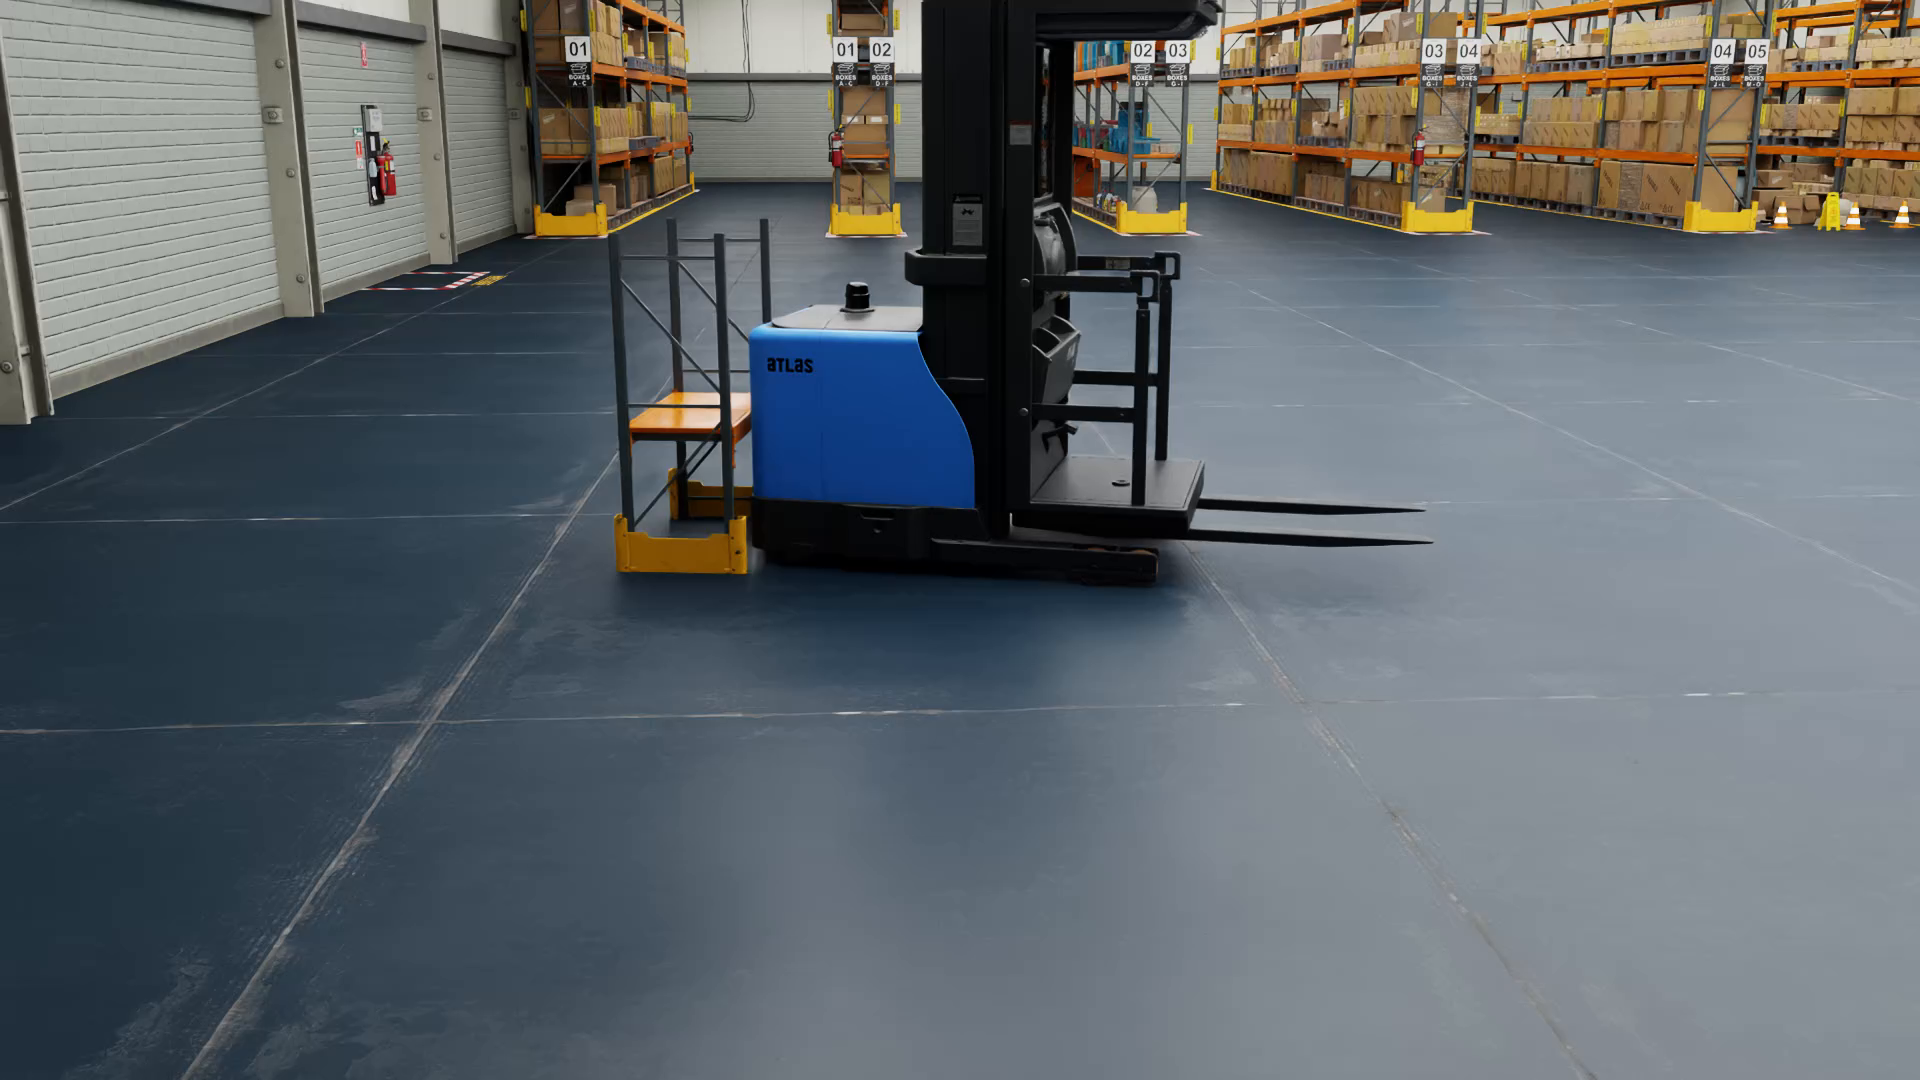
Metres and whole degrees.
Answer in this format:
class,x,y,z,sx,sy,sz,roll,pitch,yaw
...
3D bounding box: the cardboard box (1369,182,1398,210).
class,x,y,z,sx,sy,sz,roll,pitch,yaw
cardboard box,8.066,-6.555,31.657,0.500,0.500,0.500,4,15,14

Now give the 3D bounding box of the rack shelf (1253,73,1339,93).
class,x,y,z,sx,sy,sz,roll,pitch,yaw
rack shelf,7.666,-10.401,37.856,1.077,0.370,4.000,-1,14,-3

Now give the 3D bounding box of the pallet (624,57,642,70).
class,x,y,z,sx,sy,sz,roll,pitch,yaw
pallet,-6.725,-9.092,31.701,1.213,0.211,1.003,-1,14,-3

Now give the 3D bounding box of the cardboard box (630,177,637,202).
class,x,y,z,sx,sy,sz,roll,pitch,yaw
cardboard box,-6.969,-7.141,33.895,0.700,0.500,0.500,-1,14,-4

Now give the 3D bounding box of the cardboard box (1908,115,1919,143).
class,x,y,z,sx,sy,sz,roll,pitch,yaw
cardboard box,17.814,-7.535,30.495,0.500,0.500,0.500,-1,14,-4

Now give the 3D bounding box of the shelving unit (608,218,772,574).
class,x,y,z,sx,sy,sz,roll,pitch,yaw
shelving unit,-1.213,-0.712,7.782,0.587,1.500,1.083,1,14,4

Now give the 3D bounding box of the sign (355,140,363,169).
class,x,y,z,sx,sy,sz,roll,pitch,yaw
sign,-7.034,-4.512,19.471,0.001,0.329,0.234,-1,14,-3

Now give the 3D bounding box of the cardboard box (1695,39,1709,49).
class,x,y,z,sx,sy,sz,roll,pitch,yaw
cardboard box,12.884,-8.522,28.568,0.380,0.149,0.250,-1,14,-4

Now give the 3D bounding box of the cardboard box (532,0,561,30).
class,x,y,z,sx,sy,sz,roll,pitch,yaw
cardboard box,-6.833,-8.679,27.470,0.500,0.500,0.500,0,14,-1

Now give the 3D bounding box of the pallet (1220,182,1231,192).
class,x,y,z,sx,sy,sz,roll,pitch,yaw
pallet,7.422,-9.241,43.519,1.003,0.211,1.213,-1,14,-3

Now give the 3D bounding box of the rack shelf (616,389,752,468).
class,x,y,z,sx,sy,sz,roll,pitch,yaw
rack shelf,-1.214,-0.535,7.818,0.538,0.185,1.000,1,14,4

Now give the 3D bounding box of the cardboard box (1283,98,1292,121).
class,x,y,z,sx,sy,sz,roll,pitch,yaw
cardboard box,7.724,-9.678,37.407,0.797,0.503,0.637,-1,14,-2

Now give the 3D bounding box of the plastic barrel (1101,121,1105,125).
class,x,y,z,sx,sy,sz,roll,pitch,yaw
plastic barrel,3.124,-8.525,34.914,0.421,0.512,0.421,0,14,0

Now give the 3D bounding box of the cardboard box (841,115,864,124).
class,x,y,z,sx,sy,sz,roll,pitch,yaw
cardboard box,-1.815,-7.113,28.148,0.380,0.149,0.250,-1,14,-4

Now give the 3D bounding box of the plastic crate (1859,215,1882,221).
class,x,y,z,sx,sy,sz,roll,pitch,yaw
plastic crate,17.208,-6.141,31.732,0.402,0.080,0.583,-6,16,-23

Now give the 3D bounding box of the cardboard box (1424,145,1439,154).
class,x,y,z,sx,sy,sz,roll,pitch,yaw
cardboard box,8.062,-6.756,28.768,0.380,0.149,0.250,-1,14,-3

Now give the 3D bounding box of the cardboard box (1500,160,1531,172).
class,x,y,z,sx,sy,sz,roll,pitch,yaw
cardboard box,12.443,-8.373,37.218,0.500,0.250,0.500,-1,14,-5

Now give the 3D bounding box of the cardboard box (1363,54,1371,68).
class,x,y,z,sx,sy,sz,roll,pitch,yaw
cardboard box,7.848,-8.937,31.024,0.500,0.250,0.500,-1,14,-4

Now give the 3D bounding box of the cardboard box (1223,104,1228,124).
class,x,y,z,sx,sy,sz,roll,pitch,yaw
cardboard box,7.086,-10.976,42.864,0.500,0.500,0.500,-1,14,-5

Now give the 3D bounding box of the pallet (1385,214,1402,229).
class,x,y,z,sx,sy,sz,roll,pitch,yaw
pallet,8.266,-5.681,29.682,1.003,0.211,1.213,-1,14,-3

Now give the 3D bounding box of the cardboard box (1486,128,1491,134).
class,x,y,z,sx,sy,sz,roll,pitch,yaw
cardboard box,12.198,-9.303,37.825,0.380,0.149,0.250,-2,15,-6

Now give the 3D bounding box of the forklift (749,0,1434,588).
class,x,y,z,sx,sy,sz,roll,pitch,yaw
forklift,0.615,-1.356,7.415,3.031,2.935,1.130,3,15,12

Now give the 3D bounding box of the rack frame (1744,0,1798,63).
class,x,y,z,sx,sy,sz,roll,pitch,yaw
rack frame,17.681,-11.858,36.054,1.000,3.000,0.127,-1,14,-3

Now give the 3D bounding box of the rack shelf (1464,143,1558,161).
class,x,y,z,sx,sy,sz,roll,pitch,yaw
rack shelf,12.623,-9.000,38.429,1.077,0.370,4.000,-1,14,-3

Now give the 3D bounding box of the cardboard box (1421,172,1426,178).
class,x,y,z,sx,sy,sz,roll,pitch,yaw
cardboard box,12.111,-9.415,42.879,0.380,0.149,0.250,-2,15,-6

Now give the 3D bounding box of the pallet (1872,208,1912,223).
class,x,y,z,sx,sy,sz,roll,pitch,yaw
pallet,18.085,-6.137,31.453,1.003,0.211,1.213,-1,14,-3

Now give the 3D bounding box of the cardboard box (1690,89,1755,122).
class,x,y,z,sx,sy,sz,roll,pitch,yaw
cardboard box,13.258,-7.550,28.882,0.875,0.550,0.550,-1,14,-3

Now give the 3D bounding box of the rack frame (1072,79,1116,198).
class,x,y,z,sx,sy,sz,roll,pitch,yaw
rack frame,2.847,-8.723,35.910,1.000,3.000,0.127,-1,14,-3

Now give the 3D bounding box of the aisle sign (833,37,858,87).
class,x,y,z,sx,sy,sz,roll,pitch,yaw
aisle sign,-1.891,-7.896,27.478,0.394,0.787,0.004,-1,14,-3

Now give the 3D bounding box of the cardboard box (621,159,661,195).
class,x,y,z,sx,sy,sz,roll,pitch,yaw
cardboard box,-6.956,-7.917,36.249,0.750,0.750,0.750,-1,14,-4

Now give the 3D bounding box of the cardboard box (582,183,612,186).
class,x,y,z,sx,sy,sz,roll,pitch,yaw
cardboard box,-6.689,-6.320,30.705,0.500,0.500,0.500,-2,15,-8

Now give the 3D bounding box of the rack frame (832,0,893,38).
class,x,y,z,sx,sy,sz,roll,pitch,yaw
rack frame,-1.601,-9.563,27.136,1.000,3.000,0.127,-1,14,-3

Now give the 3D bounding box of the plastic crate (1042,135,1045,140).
class,x,y,z,sx,sy,sz,roll,pitch,yaw
plastic crate,2.262,-9.888,40.869,0.437,0.125,0.590,-1,14,-3

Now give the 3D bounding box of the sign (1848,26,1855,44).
class,x,y,z,sx,sy,sz,roll,pitch,yaw
sign,17.375,-9.842,32.411,0.100,0.325,0.005,-1,14,-3

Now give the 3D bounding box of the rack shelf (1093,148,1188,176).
class,x,y,z,sx,sy,sz,roll,pitch,yaw
rack shelf,3.219,-6.882,30.200,1.077,0.370,4.000,-1,14,-3

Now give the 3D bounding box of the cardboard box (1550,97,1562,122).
class,x,y,z,sx,sy,sz,roll,pitch,yaw
cardboard box,12.832,-9.018,34.851,0.700,0.500,0.500,-1,14,-4

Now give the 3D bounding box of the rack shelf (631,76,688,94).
class,x,y,z,sx,sy,sz,roll,pitch,yaw
rack shelf,-7.413,-11.167,40.831,1.077,0.370,4.000,-1,14,-3

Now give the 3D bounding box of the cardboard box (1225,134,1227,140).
class,x,y,z,sx,sy,sz,roll,pitch,yaw
cardboard box,7.038,-10.382,42.860,0.380,0.149,0.250,-1,14,-4

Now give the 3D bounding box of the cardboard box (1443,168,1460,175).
class,x,y,z,sx,sy,sz,roll,pitch,yaw
cardboard box,12.162,-9.104,41.075,0.380,0.149,0.250,-1,14,-3

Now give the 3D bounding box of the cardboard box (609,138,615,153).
class,x,y,z,sx,sy,sz,roll,pitch,yaw
cardboard box,-6.331,-6.900,29.083,0.500,0.250,0.500,-1,14,-4

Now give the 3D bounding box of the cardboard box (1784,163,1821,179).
class,x,y,z,sx,sy,sz,roll,pitch,yaw
cardboard box,22.097,-9.646,43.669,0.700,0.500,0.500,0,14,-1

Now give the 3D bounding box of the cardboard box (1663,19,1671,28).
class,x,y,z,sx,sy,sz,roll,pitch,yaw
cardboard box,12.805,-9.225,29.702,0.380,0.149,0.250,-1,14,-4

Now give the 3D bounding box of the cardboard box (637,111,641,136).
class,x,y,z,sx,sy,sz,roll,pitch,yaw
cardboard box,-6.940,-8.576,34.256,0.700,0.500,0.500,-2,15,-9

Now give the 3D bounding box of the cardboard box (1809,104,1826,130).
class,x,y,z,sx,sy,sz,roll,pitch,yaw
cardboard box,17.640,-8.588,33.745,0.500,0.500,0.500,-1,14,-3

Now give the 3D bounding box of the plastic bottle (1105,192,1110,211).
class,x,y,z,sx,sy,sz,roll,pitch,yaw
plastic bottle,2.769,-6.299,30.920,0.144,0.351,0.185,-1,14,-4

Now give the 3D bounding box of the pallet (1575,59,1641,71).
class,x,y,z,sx,sy,sz,roll,pitch,yaw
pallet,12.889,-9.443,33.074,0.805,0.209,1.217,-1,15,-6

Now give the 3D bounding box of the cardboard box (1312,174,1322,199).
class,x,y,z,sx,sy,sz,roll,pitch,yaw
cardboard box,7.899,-7.498,35.282,0.700,0.500,0.500,-2,15,-8

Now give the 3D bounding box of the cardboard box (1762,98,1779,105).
class,x,y,z,sx,sy,sz,roll,pitch,yaw
cardboard box,17.895,-9.612,37.156,0.500,0.500,0.500,-1,14,-5

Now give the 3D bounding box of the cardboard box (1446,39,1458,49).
class,x,y,z,sx,sy,sz,roll,pitch,yaw
cardboard box,8.500,-8.455,28.349,0.380,0.149,0.250,-1,14,-4

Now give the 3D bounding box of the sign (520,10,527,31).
class,x,y,z,sx,sy,sz,roll,pitch,yaw
sign,-7.101,-8.458,27.084,0.100,0.325,0.005,-1,14,-3

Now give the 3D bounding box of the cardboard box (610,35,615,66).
class,x,y,z,sx,sy,sz,roll,pitch,yaw
cardboard box,-6.424,-8.701,29.564,0.500,0.500,0.500,-1,15,-6

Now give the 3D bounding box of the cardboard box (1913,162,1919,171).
class,x,y,z,sx,sy,sz,roll,pitch,yaw
cardboard box,17.765,-6.860,30.537,0.380,0.149,0.250,-1,14,-3

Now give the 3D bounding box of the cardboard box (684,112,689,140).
class,x,y,z,sx,sy,sz,roll,pitch,yaw
cardboard box,-7.495,-10.578,42.518,0.980,0.700,0.700,0,14,-1

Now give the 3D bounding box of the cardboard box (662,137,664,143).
class,x,y,z,sx,sy,sz,roll,pitch,yaw
cardboard box,-6.951,-9.119,37.913,0.380,0.149,0.250,-1,14,-3
